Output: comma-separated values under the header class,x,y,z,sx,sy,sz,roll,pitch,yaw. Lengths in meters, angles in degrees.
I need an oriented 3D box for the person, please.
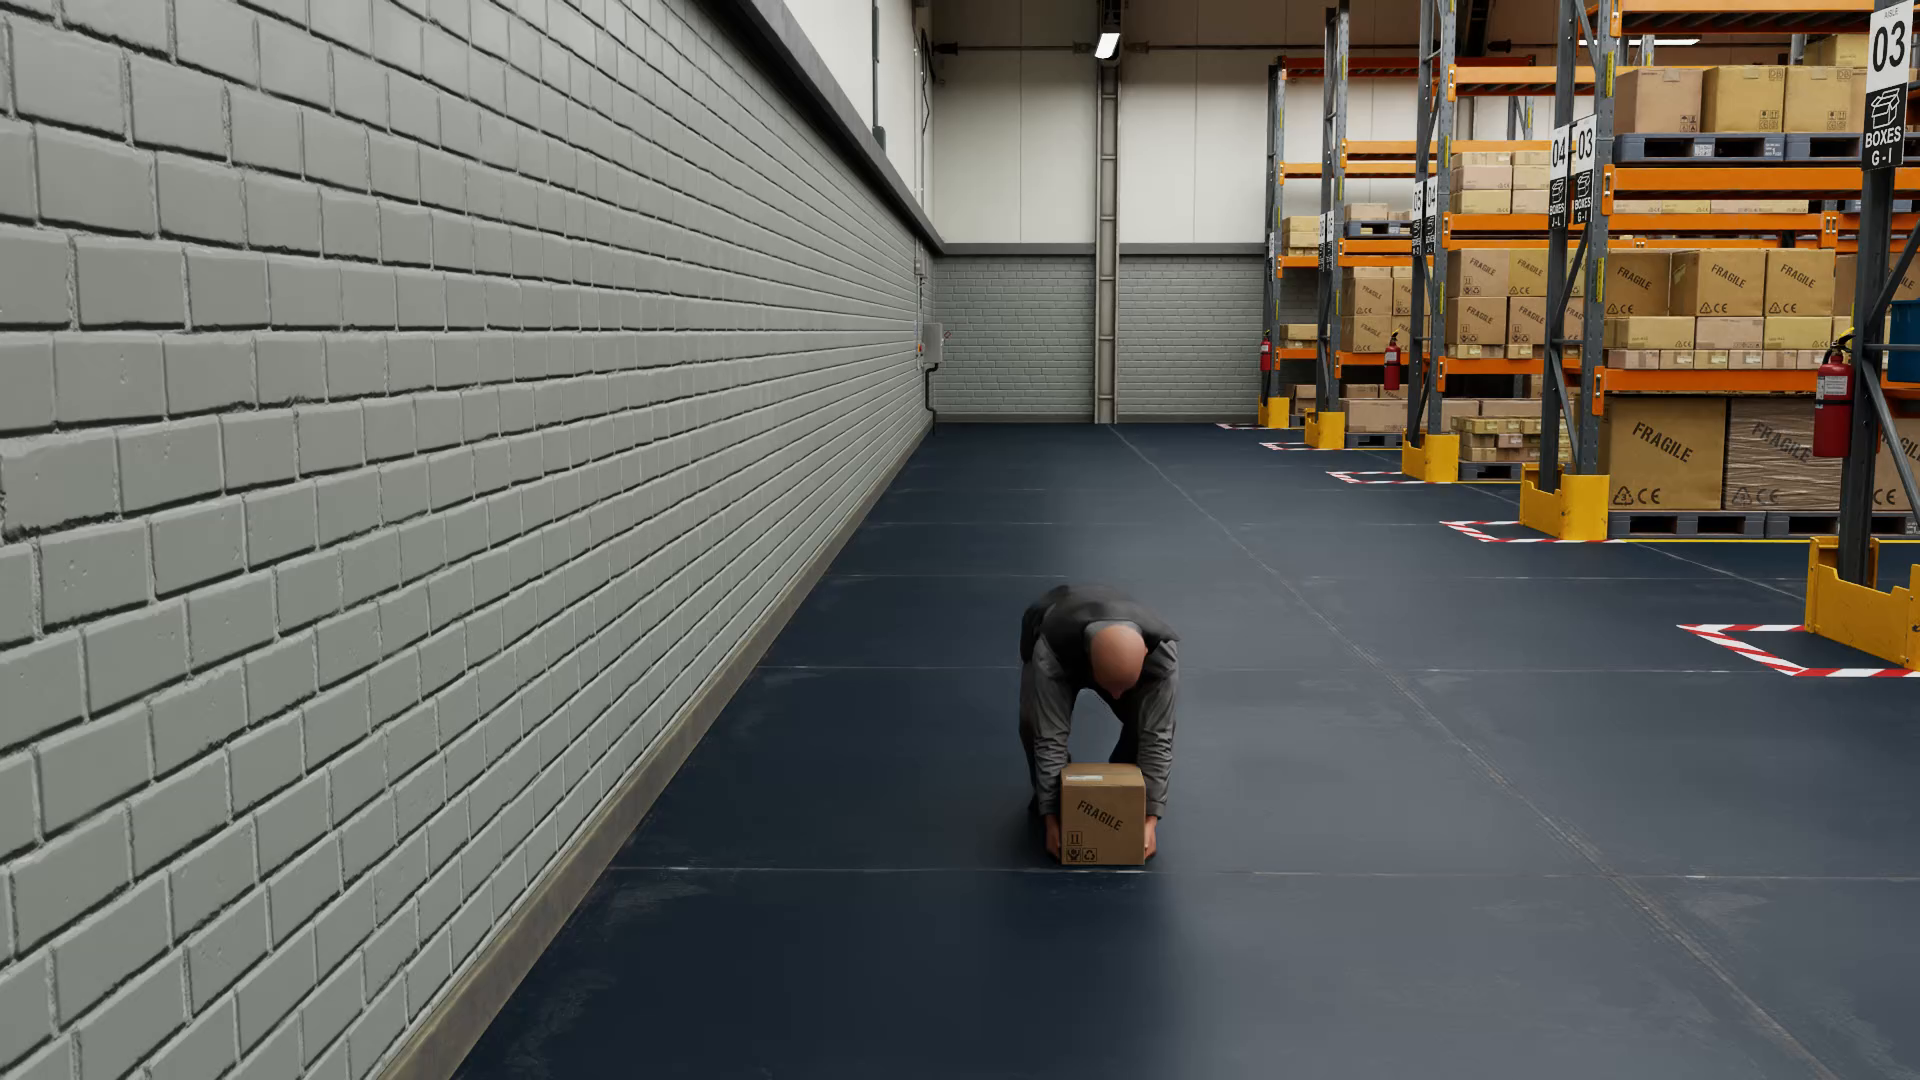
class,x,y,z,sx,sy,sz,roll,pitch,yaw
person,0.441,0.547,5.382,0.505,0.794,0.943,0,7,0
